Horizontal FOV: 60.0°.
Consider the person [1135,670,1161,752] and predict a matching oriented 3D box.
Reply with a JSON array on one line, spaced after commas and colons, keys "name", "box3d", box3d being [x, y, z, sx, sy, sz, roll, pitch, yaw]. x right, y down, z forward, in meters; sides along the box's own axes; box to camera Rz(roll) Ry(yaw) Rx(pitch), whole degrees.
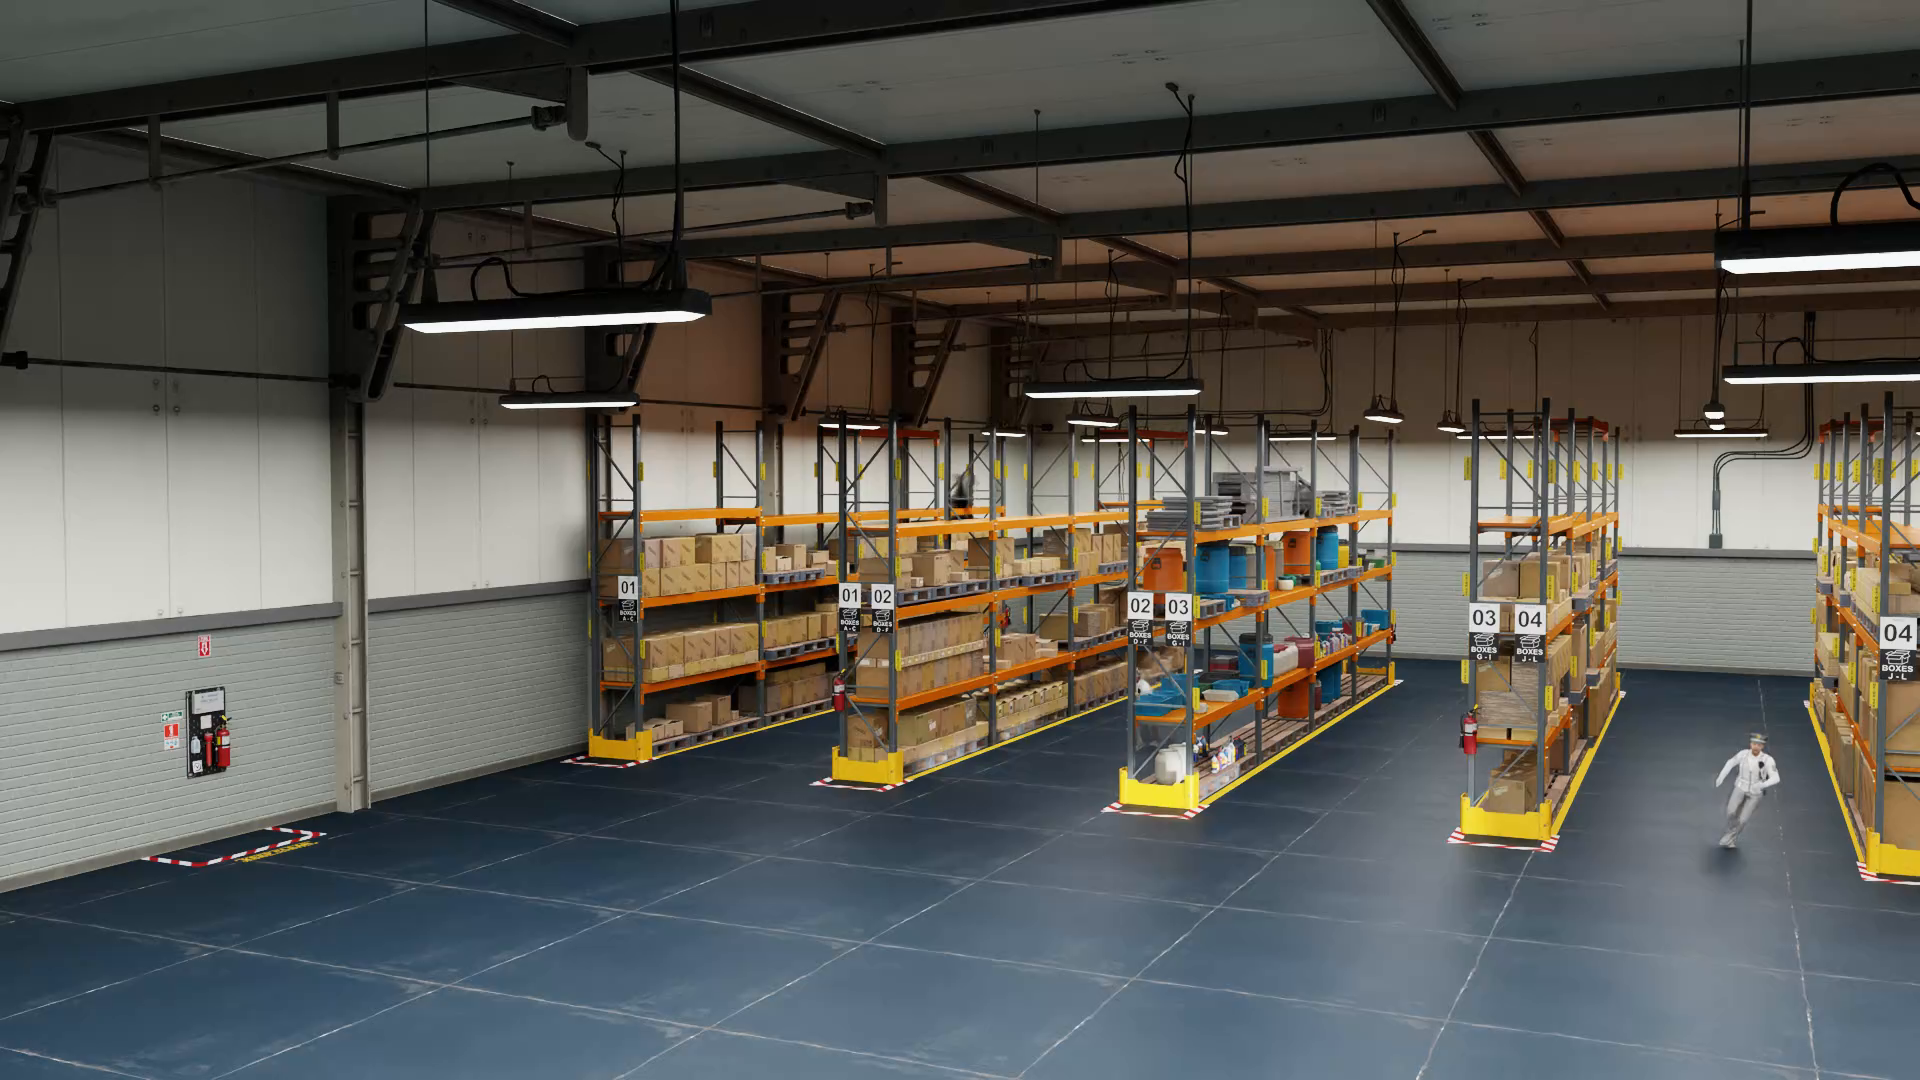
[{"name": "person", "box3d": [3.308, 3.019, 29.731, 0.575, 1.480, 1.051, 2, 3, 42]}]

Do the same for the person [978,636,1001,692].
[{"name": "person", "box3d": [0.691, 2.784, 35.420, 0.586, 1.487, 1.027, 2, 3, 39]}]

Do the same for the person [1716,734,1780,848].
[{"name": "person", "box3d": [10.362, 3.312, 21.889, 0.772, 1.570, 0.658, 1, 3, 26]}]
